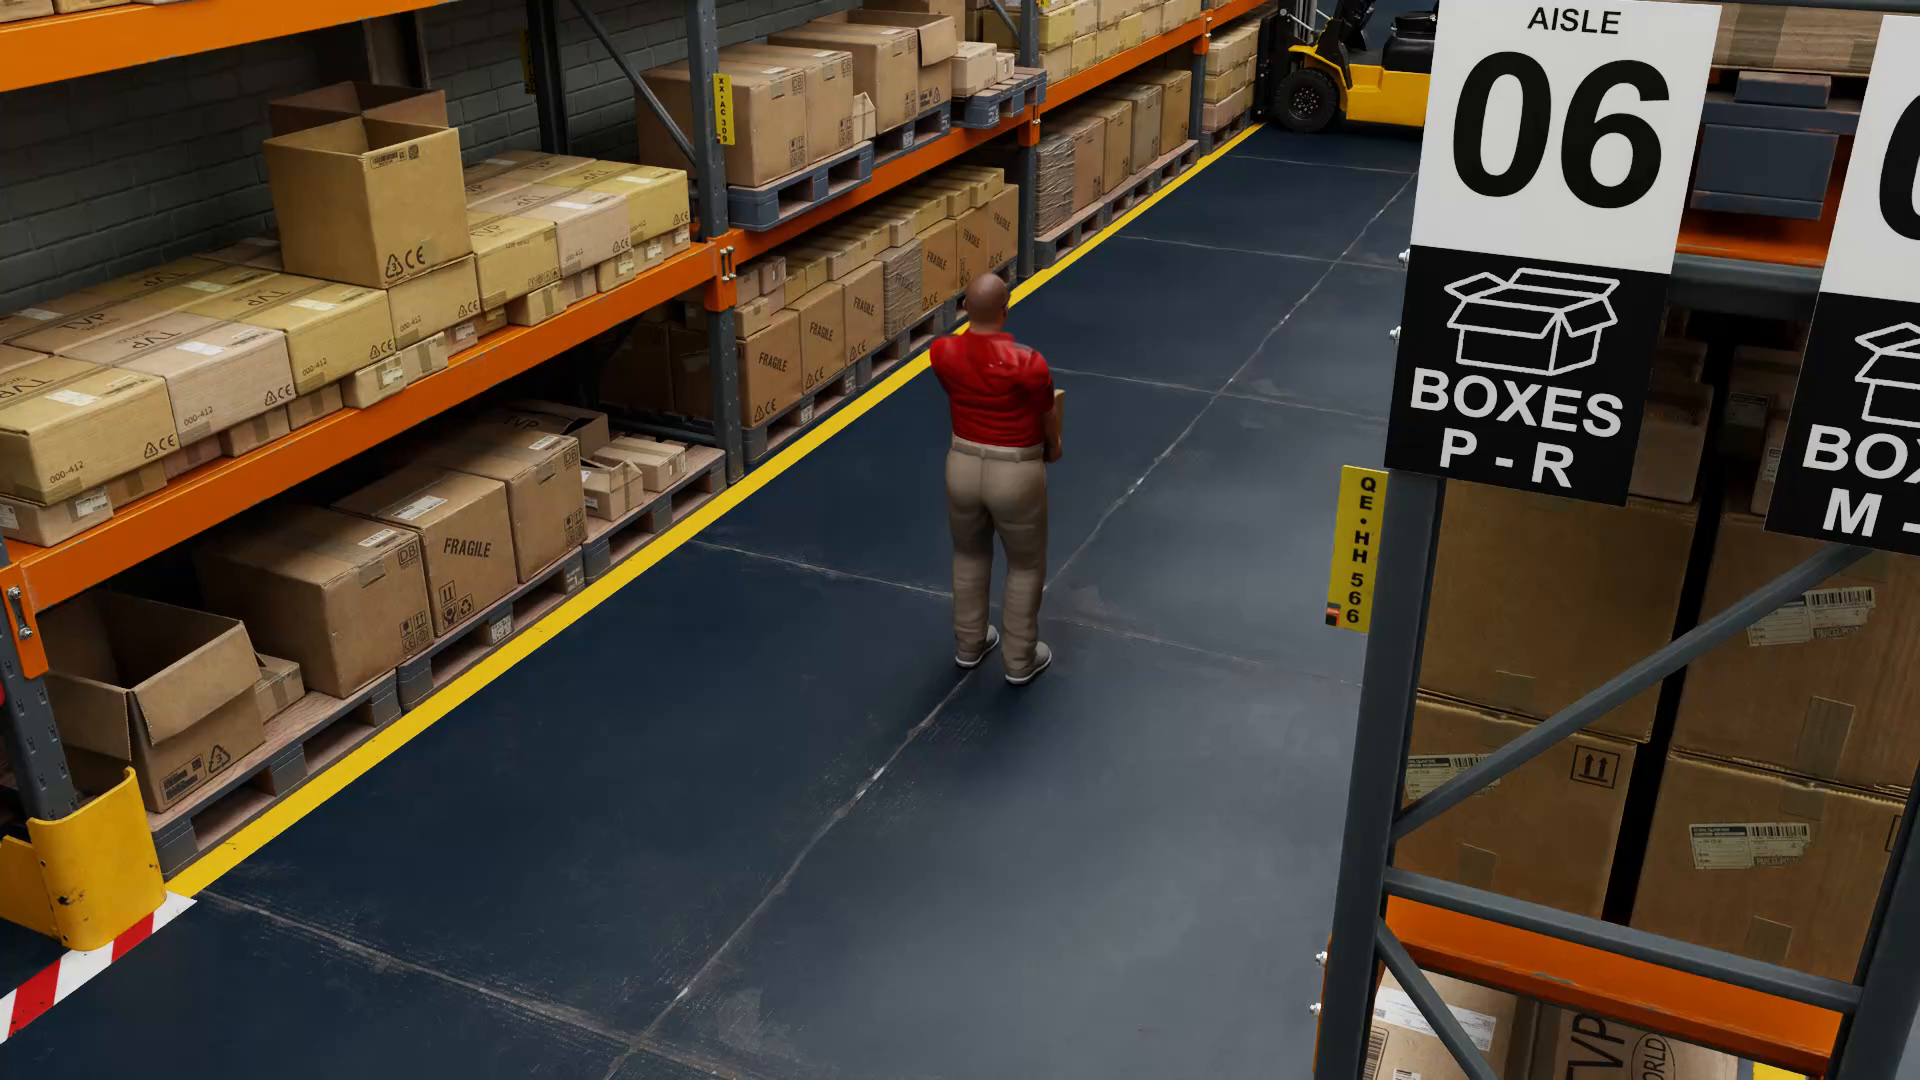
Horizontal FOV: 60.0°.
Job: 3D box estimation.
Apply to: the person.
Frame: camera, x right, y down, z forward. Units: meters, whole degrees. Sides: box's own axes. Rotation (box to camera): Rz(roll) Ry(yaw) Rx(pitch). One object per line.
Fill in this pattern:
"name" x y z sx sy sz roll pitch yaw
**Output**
"person" 0.171 -0.668 6.527 0.494 0.852 0.523 12 28 23
